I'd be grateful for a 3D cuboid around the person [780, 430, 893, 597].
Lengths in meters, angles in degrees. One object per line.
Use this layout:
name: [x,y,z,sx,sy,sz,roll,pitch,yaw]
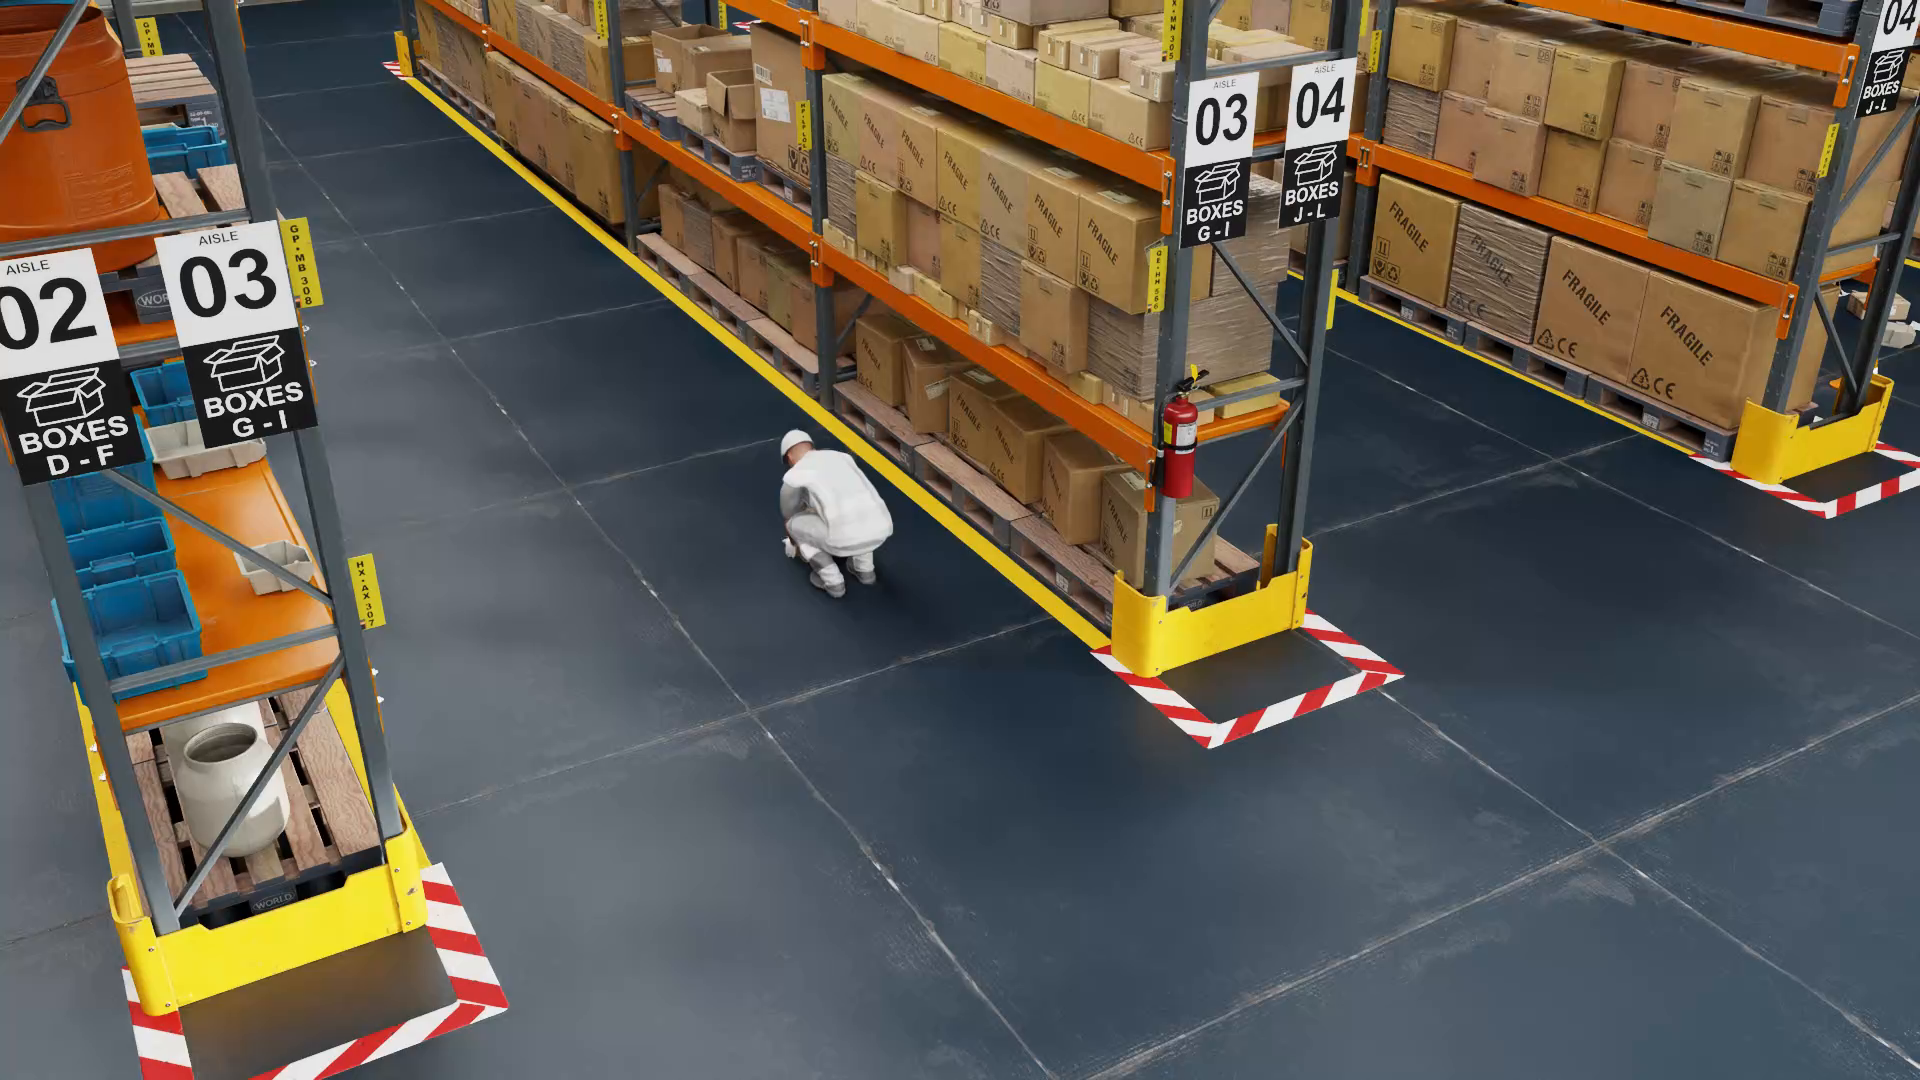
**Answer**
person: [-0.762,-0.133,9.878,0.542,0.875,0.909,-16,33,-26]
